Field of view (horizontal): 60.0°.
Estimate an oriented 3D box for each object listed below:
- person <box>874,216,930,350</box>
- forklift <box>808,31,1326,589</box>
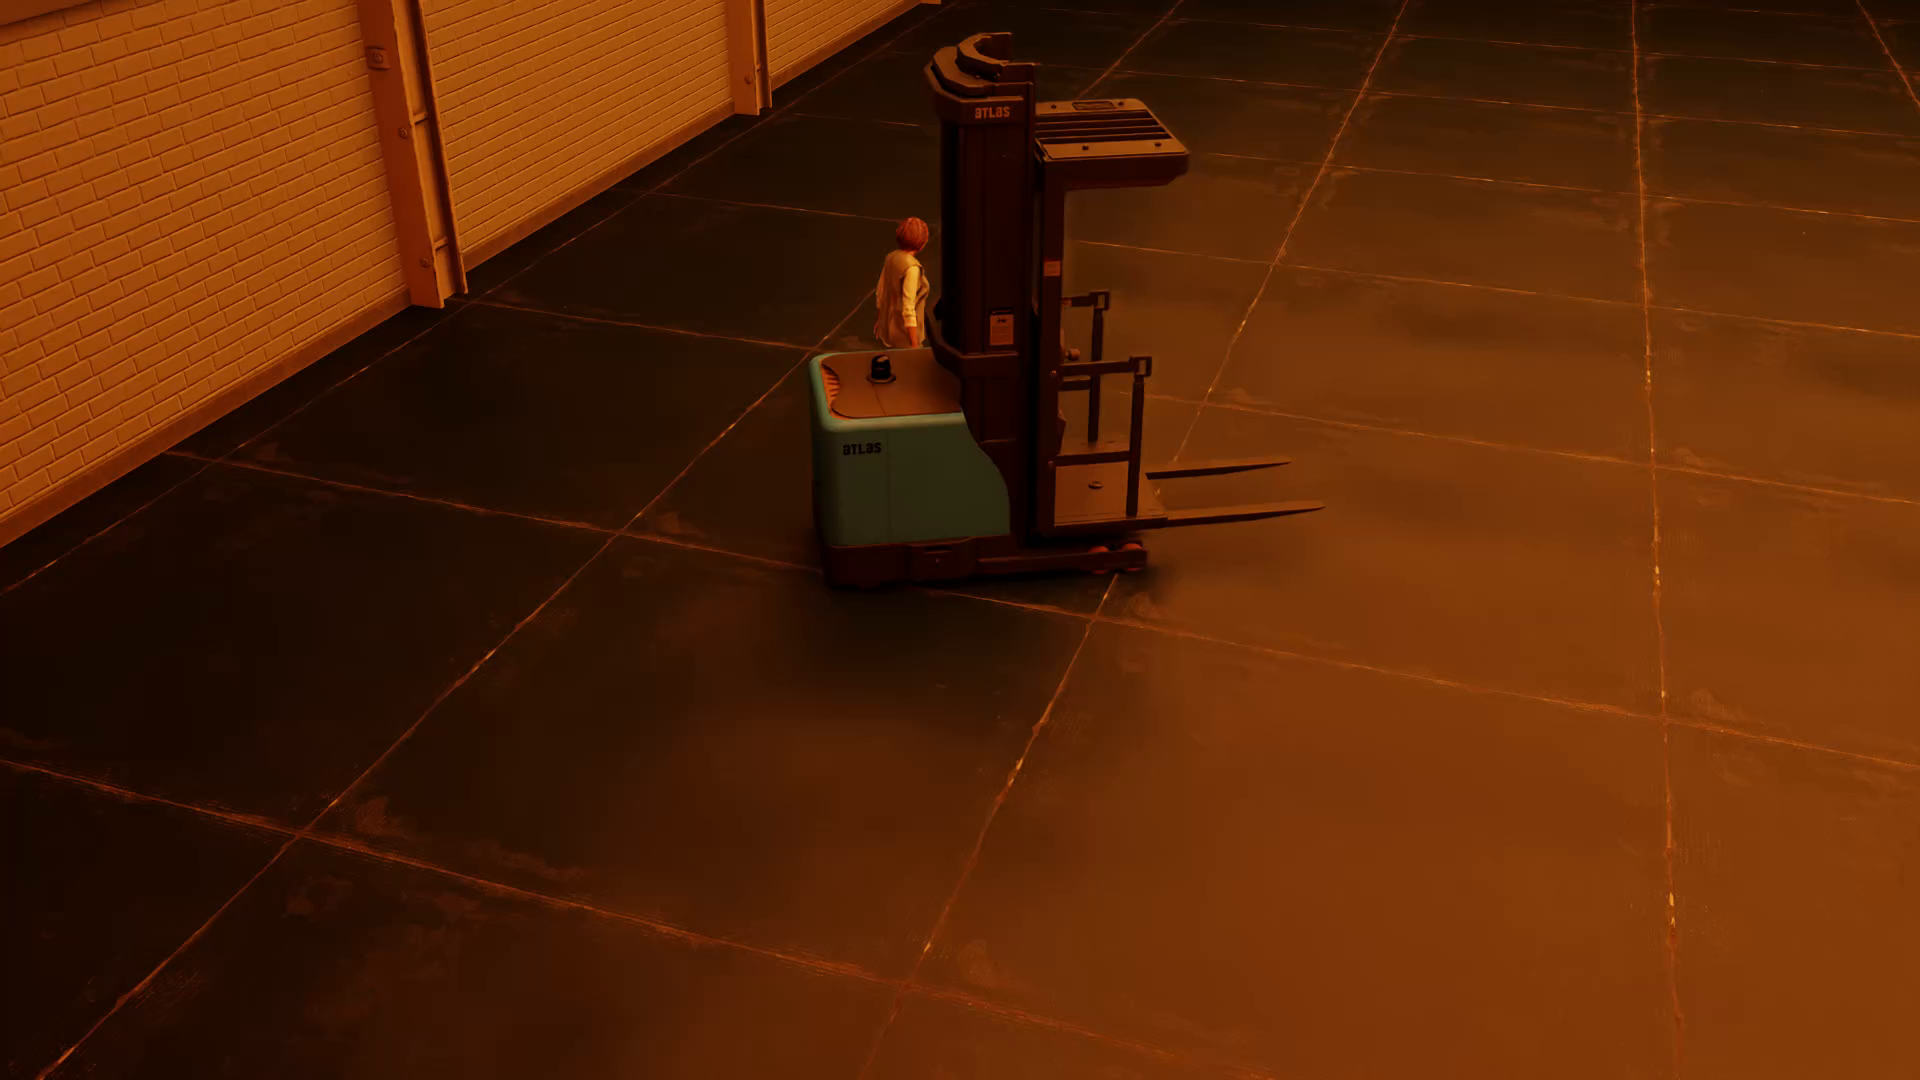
[{"bbox_3d":[-0.378,-1.339,10.882,0.387,1.564,0.725,-13,32,-21],"label":"person"},{"bbox_3d":[0.652,-1.325,9.460,3.031,2.935,1.130,-5,30,-8],"label":"forklift"}]
